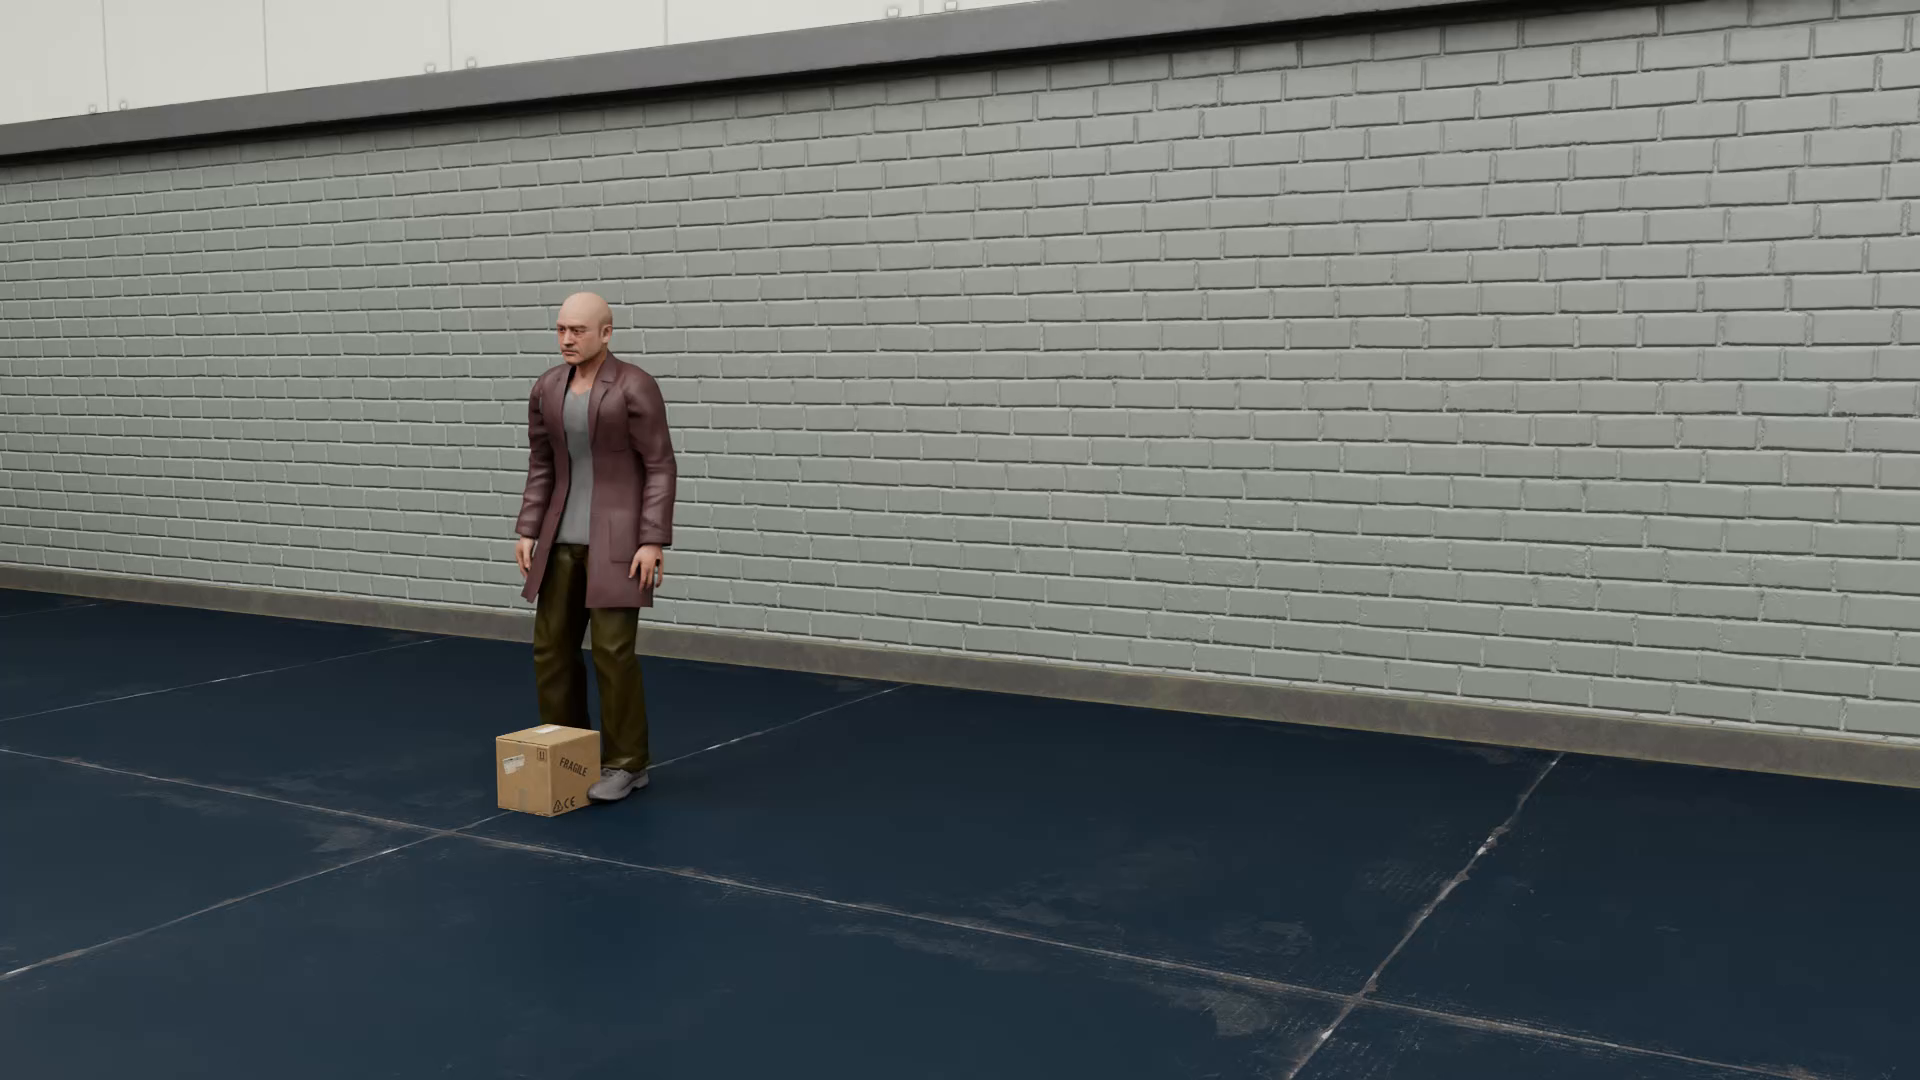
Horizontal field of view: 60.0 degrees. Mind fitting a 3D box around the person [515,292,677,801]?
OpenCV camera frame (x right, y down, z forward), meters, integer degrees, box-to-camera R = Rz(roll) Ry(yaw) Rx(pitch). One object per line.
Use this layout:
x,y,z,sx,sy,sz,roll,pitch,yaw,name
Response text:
-1.304,0.075,5.912,0.649,1.655,0.429,3,6,25,person
